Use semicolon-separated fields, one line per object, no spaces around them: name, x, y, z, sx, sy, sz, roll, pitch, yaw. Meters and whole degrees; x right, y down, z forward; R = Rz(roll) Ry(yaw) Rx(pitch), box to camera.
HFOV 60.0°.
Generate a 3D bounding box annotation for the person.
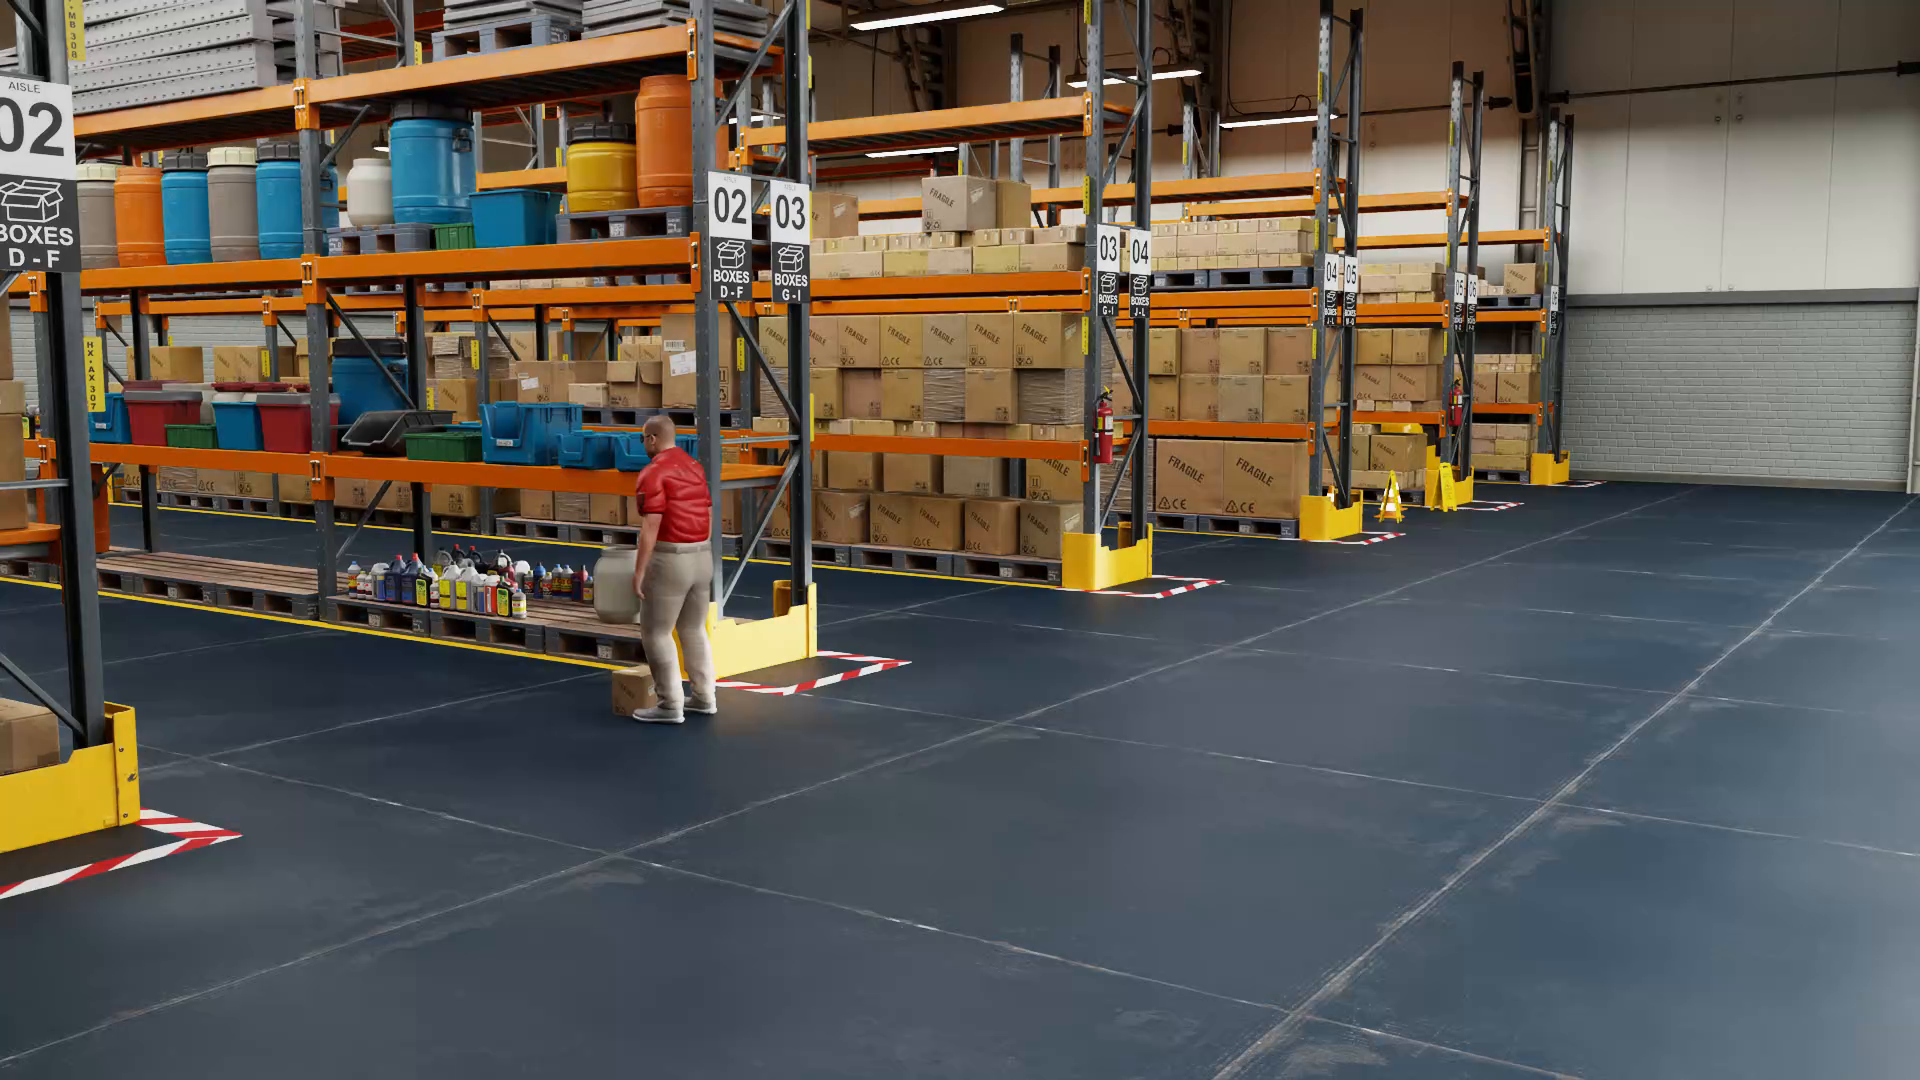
person;-1.620;0.158;9.394;0.387;1.727;0.606;4;7;30
